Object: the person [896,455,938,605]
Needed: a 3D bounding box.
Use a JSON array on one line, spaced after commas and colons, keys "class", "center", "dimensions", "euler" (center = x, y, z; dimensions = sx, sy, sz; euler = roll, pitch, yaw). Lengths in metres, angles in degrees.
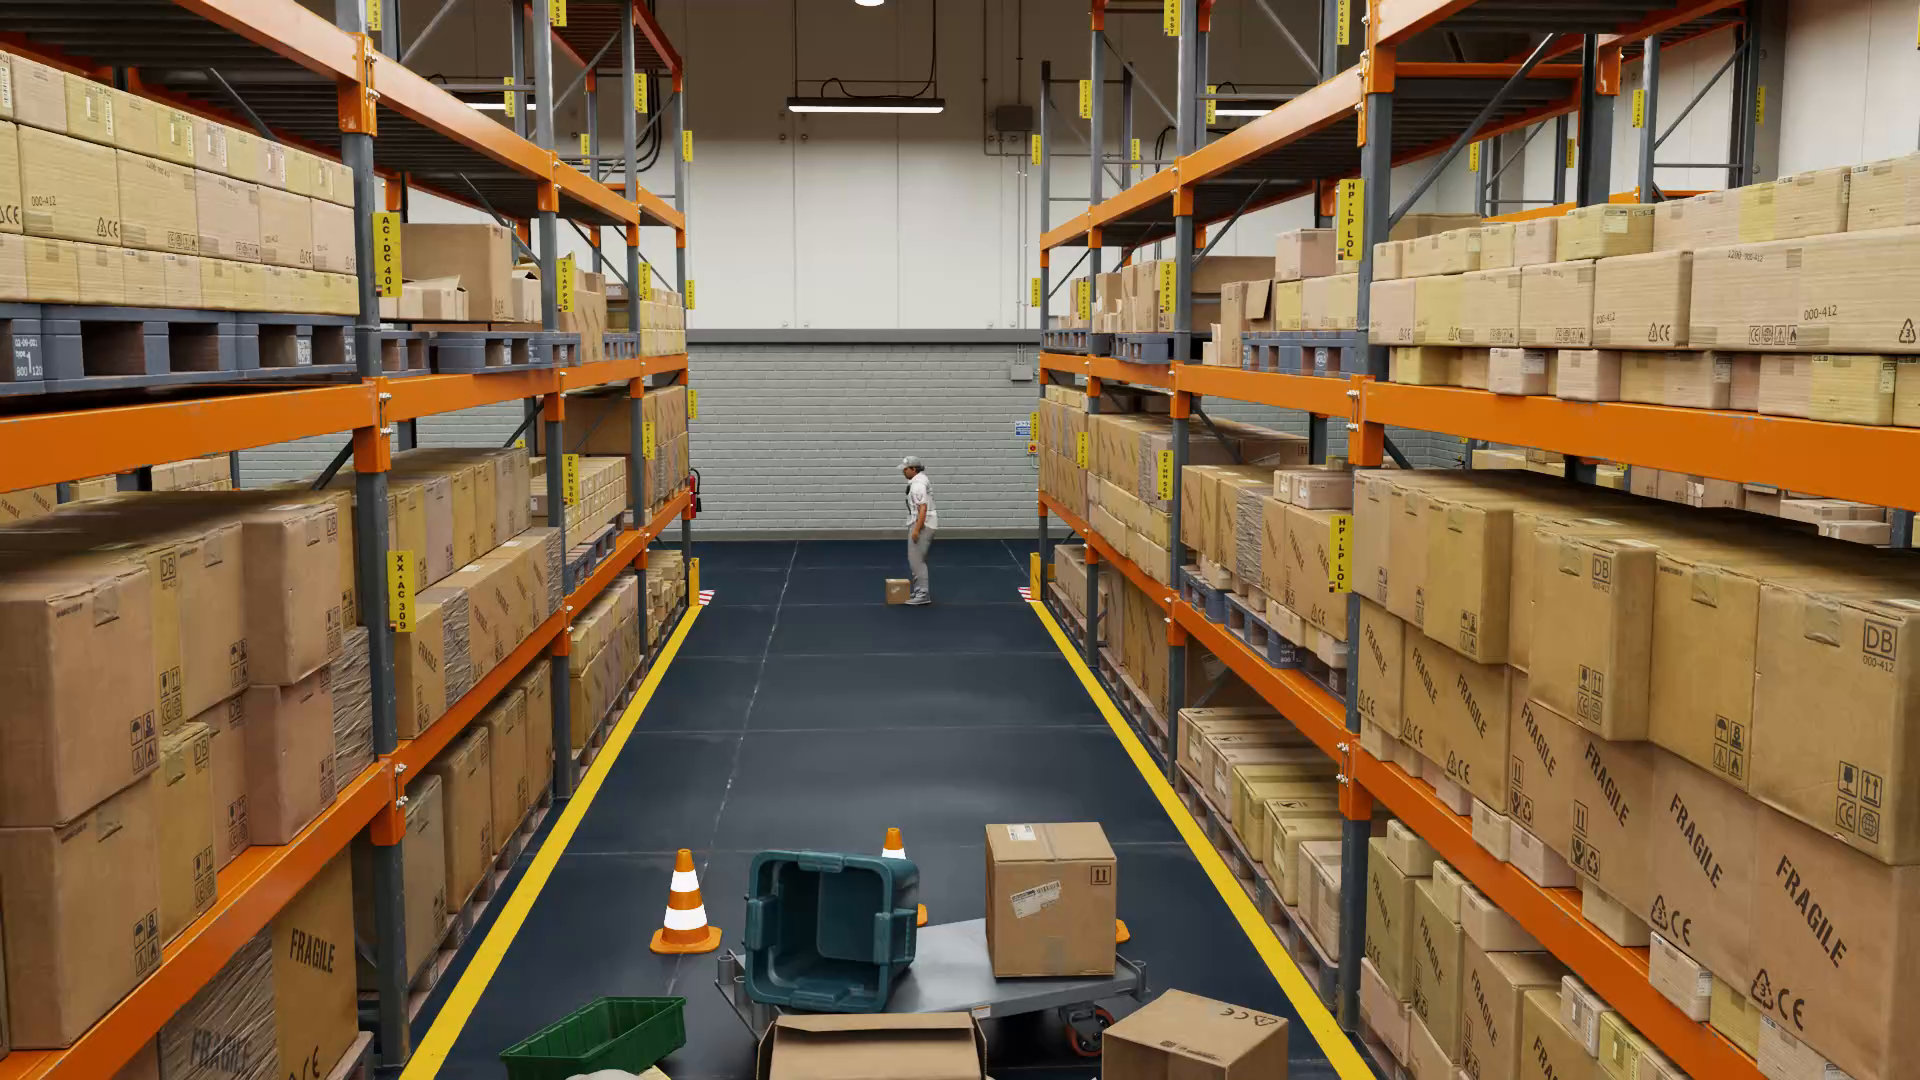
[{"class": "person", "center": [-0.485, -0.121, 18.717], "dimensions": [0.469, 1.666, 0.542], "euler": [0, 7, -4]}]
